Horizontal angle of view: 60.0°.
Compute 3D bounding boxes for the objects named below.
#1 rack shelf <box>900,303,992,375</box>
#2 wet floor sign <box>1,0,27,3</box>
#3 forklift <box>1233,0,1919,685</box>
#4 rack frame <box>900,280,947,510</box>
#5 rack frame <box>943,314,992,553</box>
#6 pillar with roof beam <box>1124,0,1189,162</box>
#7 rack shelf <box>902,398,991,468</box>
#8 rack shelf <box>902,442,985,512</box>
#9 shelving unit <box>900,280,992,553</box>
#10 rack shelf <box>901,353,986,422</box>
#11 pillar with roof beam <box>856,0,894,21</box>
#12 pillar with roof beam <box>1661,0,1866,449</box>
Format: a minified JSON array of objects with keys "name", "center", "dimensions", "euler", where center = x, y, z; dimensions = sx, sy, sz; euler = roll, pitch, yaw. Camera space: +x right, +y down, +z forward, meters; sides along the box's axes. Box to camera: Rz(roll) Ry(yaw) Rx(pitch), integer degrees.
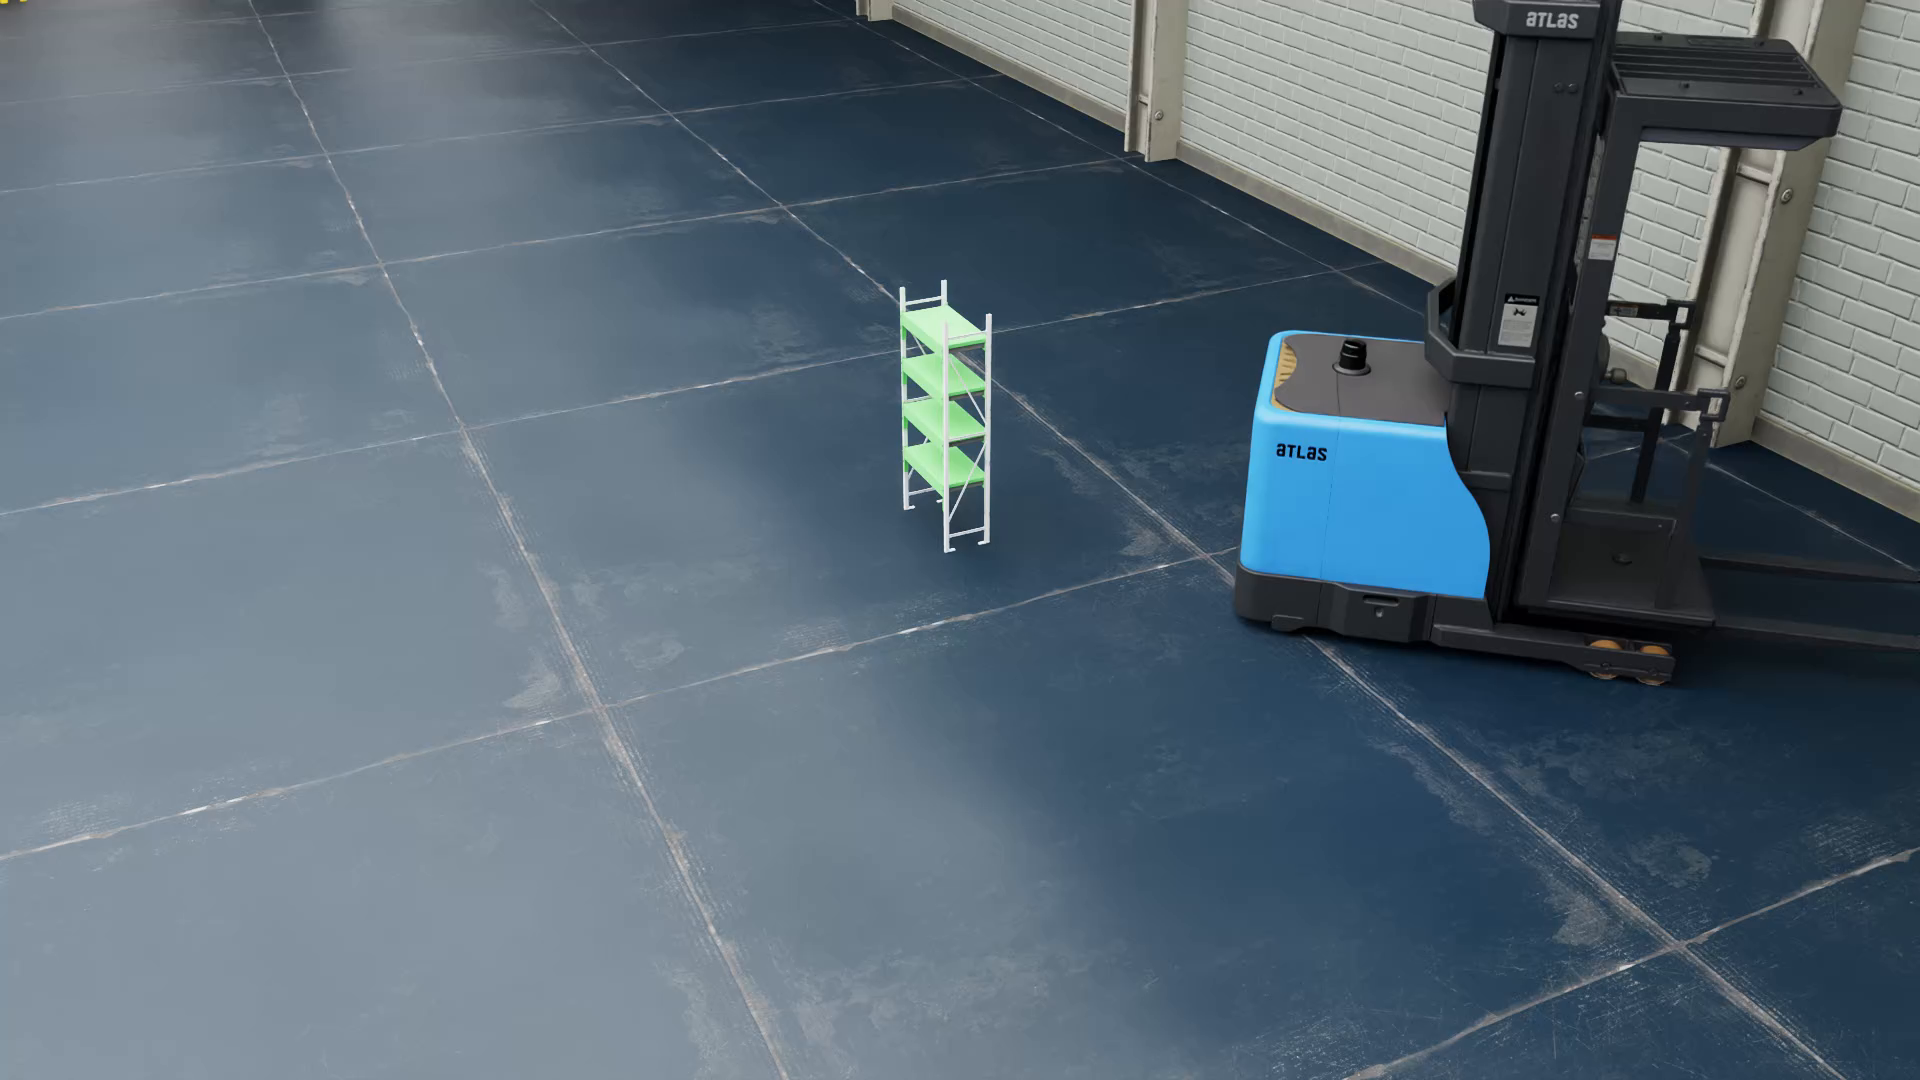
[{"name":"rack shelf","center":[-0.071,-0.959,7.883],"dimensions":[0.258,0.148,0.480],"euler":[-13,32,-22]},{"name":"wet floor sign","center":[-11.154,-6.632,19.417],"dimensions":[0.267,0.644,0.232],"euler":[-19,35,-30]},{"name":"forklift","center":[2.815,-0.943,6.935],"dimensions":[3.031,2.935,1.130],"euler":[7,30,12]},{"name":"rack frame","center":[-0.176,-0.704,8.279],"dimensions":[0.240,1.200,0.015],"euler":[-13,32,-22]},{"name":"rack frame","center":[0.034,-0.489,7.895],"dimensions":[0.240,1.200,0.015],"euler":[-13,32,-22]},{"name":"pillar with roof beam","center":[-2.267,-6.292,10.271],"dimensions":[9.100,9.000,0.400],"euler":[-13,32,-22]},{"name":"rack shelf","center":[-0.071,-0.541,8.118],"dimensions":[0.258,0.148,0.480],"euler":[-13,32,-22]},{"name":"rack shelf","center":[-0.071,-0.331,8.236],"dimensions":[0.258,0.148,0.480],"euler":[-13,32,-22]},{"name":"shelving unit","center":[-0.071,-0.596,8.087],"dimensions":[0.258,1.200,0.503],"euler":[-13,32,-22]},{"name":"rack shelf","center":[-0.071,-0.750,8.001],"dimensions":[0.258,0.148,0.480],"euler":[-13,32,-22]},{"name":"pillar with roof beam","center":[-4.843,-8.943,14.997],"dimensions":[9.100,9.000,0.400],"euler":[-13,32,-22]},{"name":"pillar with roof beam","center":[0.309,-3.642,5.544],"dimensions":[9.100,9.000,0.400],"euler":[-13,32,-22]}]
